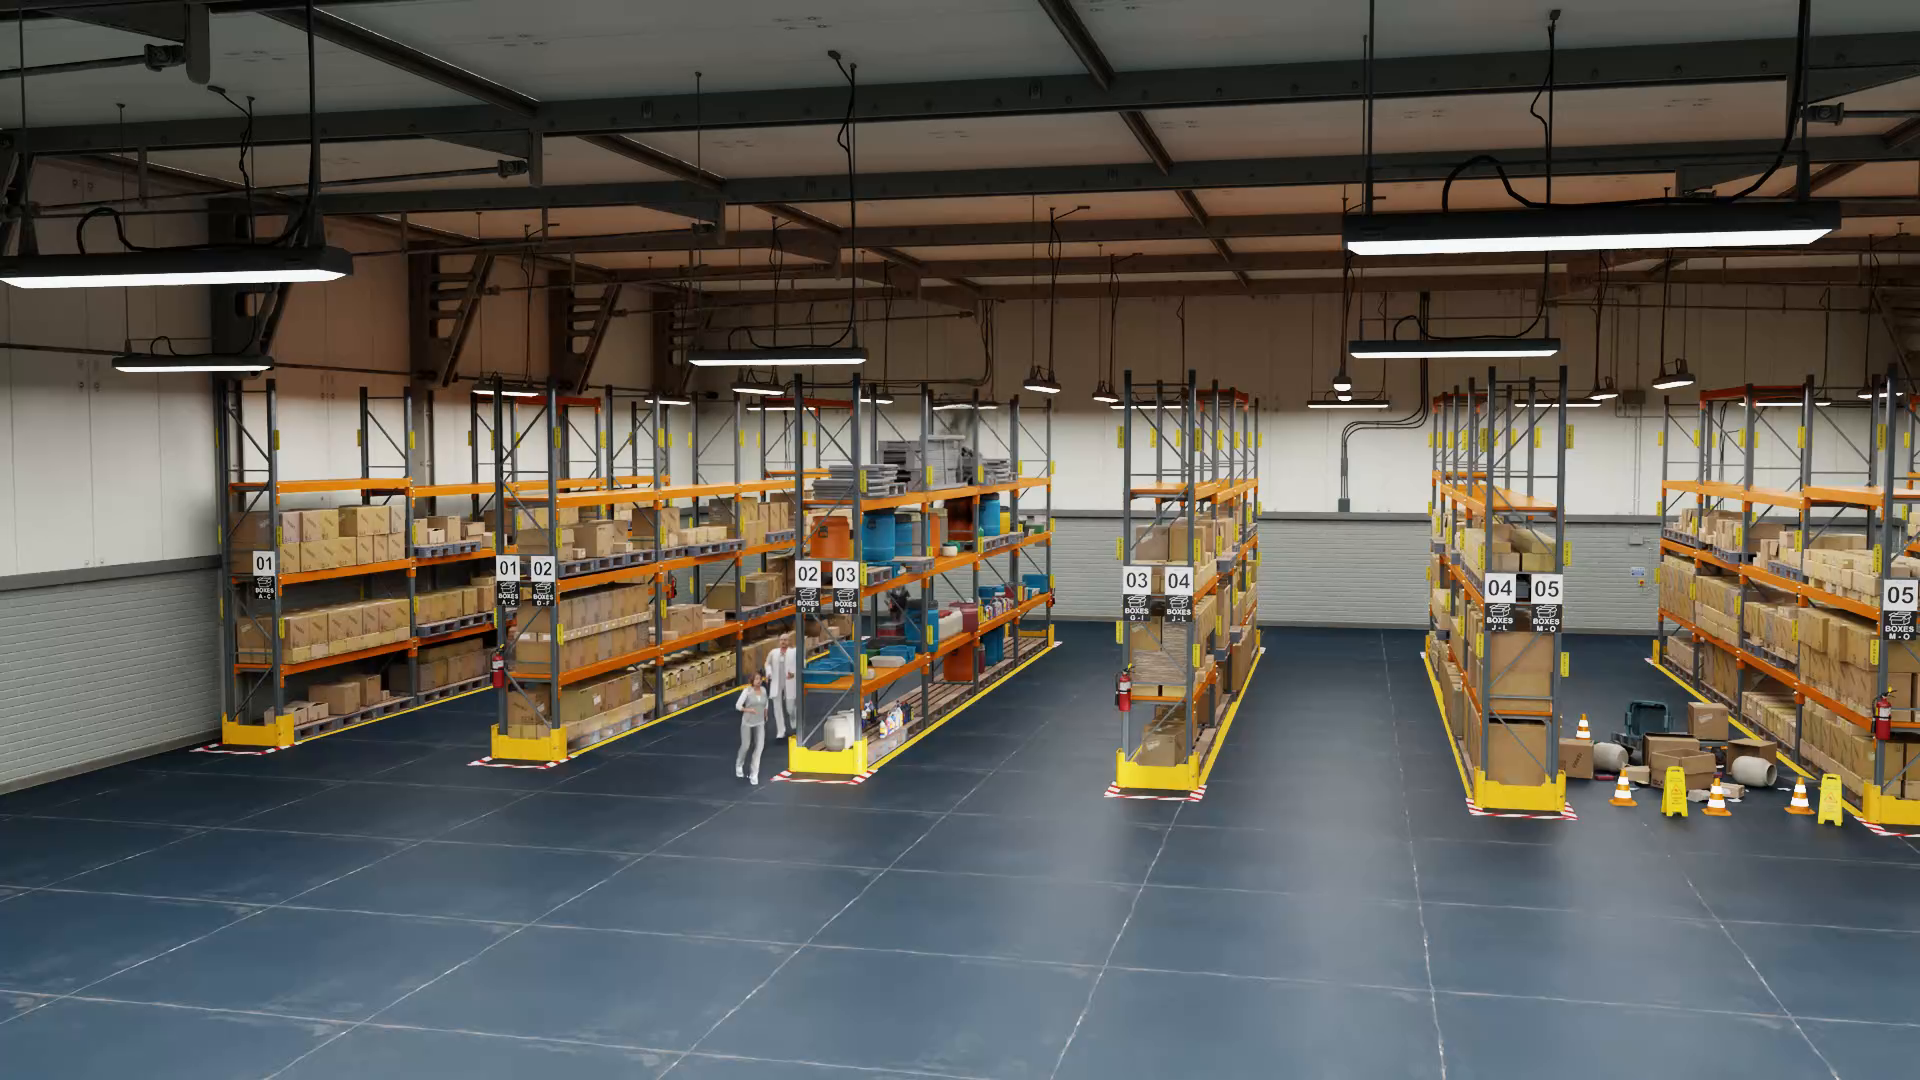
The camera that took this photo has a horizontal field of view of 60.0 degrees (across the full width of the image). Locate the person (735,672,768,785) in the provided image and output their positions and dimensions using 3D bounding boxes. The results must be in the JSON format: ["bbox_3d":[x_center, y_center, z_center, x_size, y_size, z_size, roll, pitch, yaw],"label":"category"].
[{"bbox_3d":[-3.022,2.721,24.371,0.548,1.589,0.793,-2,4,-24],"label":"person"}]

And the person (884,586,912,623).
[{"bbox_3d":[-1.499,1.753,40.313,0.675,1.717,0.831,0,3,-4],"label":"person"}]

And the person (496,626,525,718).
[{"bbox_3d":[-7.824,2.386,28.997,0.680,1.777,0.745,0,3,7],"label":"person"}]

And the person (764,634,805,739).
[{"bbox_3d":[-2.974,2.446,28.082,0.715,1.731,0.826,0,3,6],"label":"person"}]
